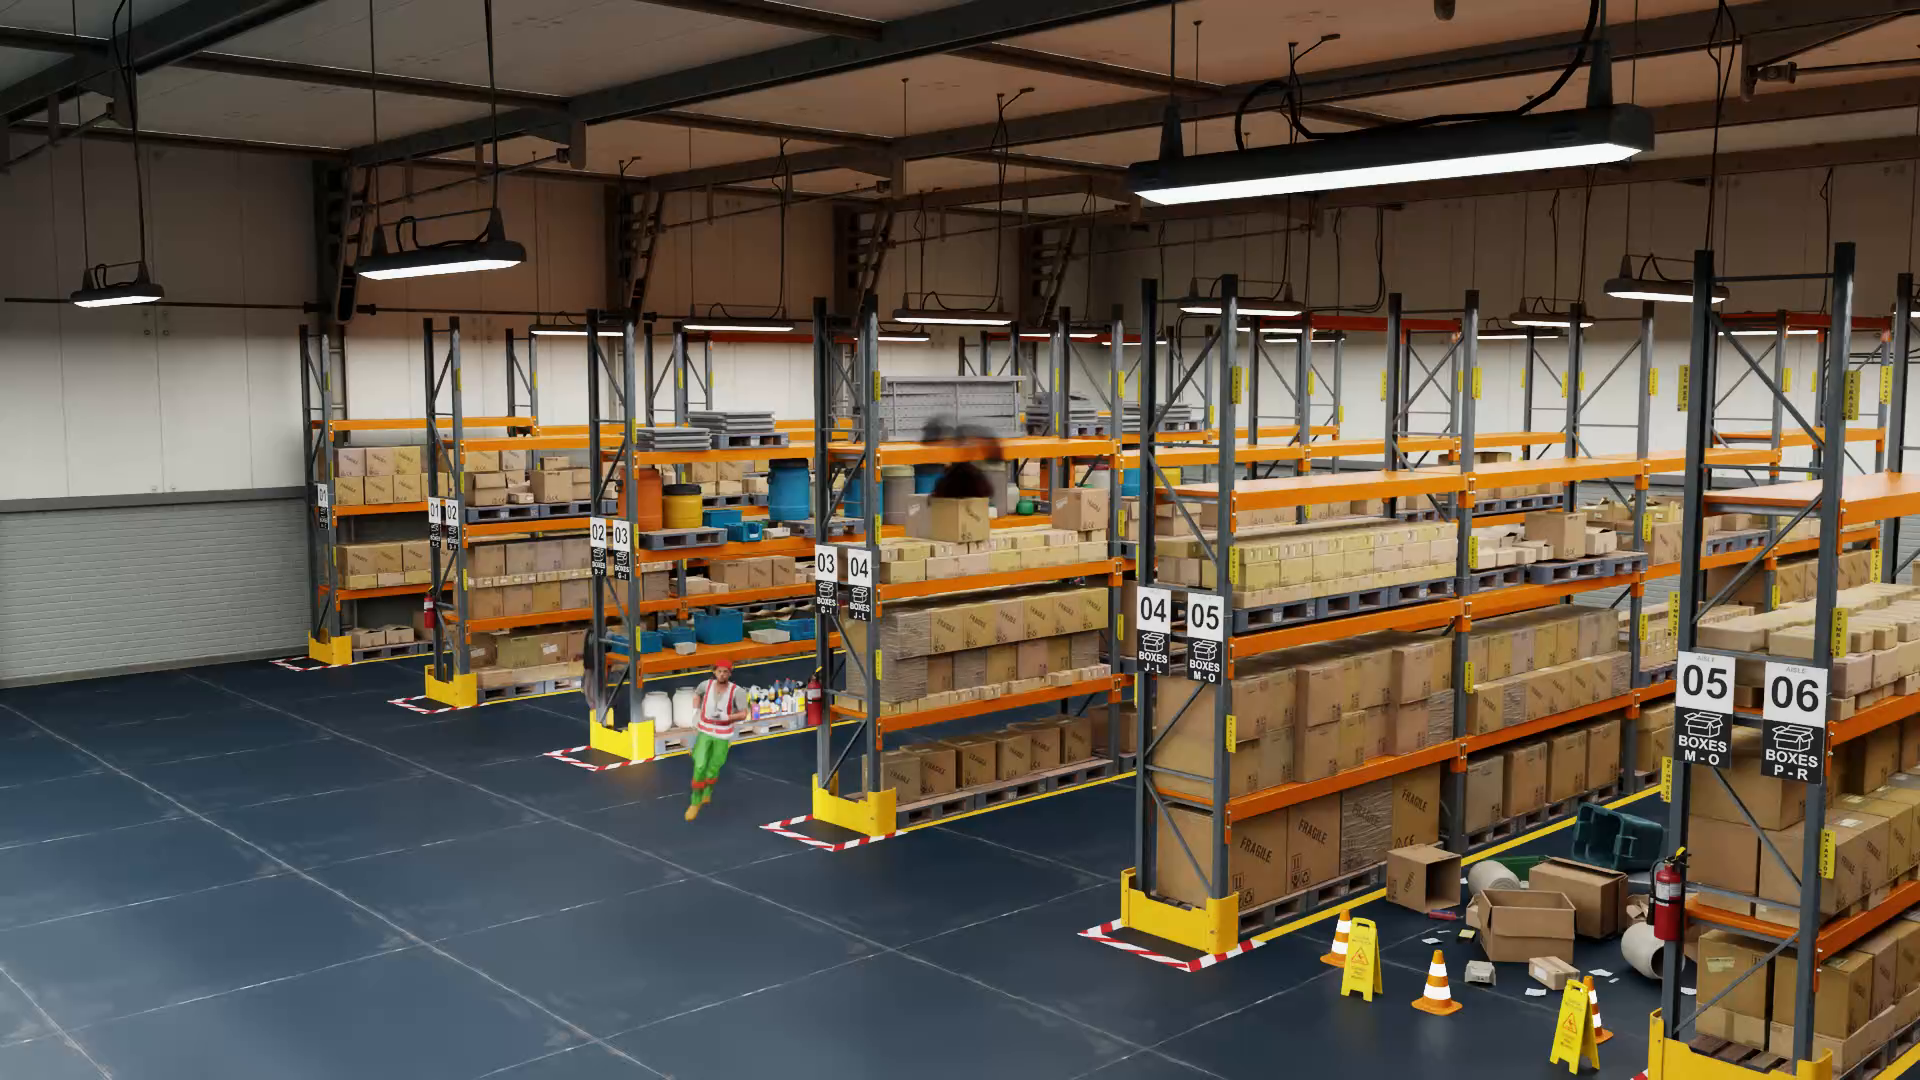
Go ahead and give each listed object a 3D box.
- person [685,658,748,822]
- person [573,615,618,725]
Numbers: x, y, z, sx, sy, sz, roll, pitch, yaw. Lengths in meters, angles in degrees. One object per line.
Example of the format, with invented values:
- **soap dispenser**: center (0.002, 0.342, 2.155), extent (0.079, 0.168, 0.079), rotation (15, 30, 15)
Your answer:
- **person**: center (-2.737, 2.216, 18.782), extent (0.718, 1.819, 0.711), rotation (0, 6, -2)
- **person**: center (-5.311, 1.882, 24.245), extent (0.654, 1.674, 0.591), rotation (4, 7, 32)
